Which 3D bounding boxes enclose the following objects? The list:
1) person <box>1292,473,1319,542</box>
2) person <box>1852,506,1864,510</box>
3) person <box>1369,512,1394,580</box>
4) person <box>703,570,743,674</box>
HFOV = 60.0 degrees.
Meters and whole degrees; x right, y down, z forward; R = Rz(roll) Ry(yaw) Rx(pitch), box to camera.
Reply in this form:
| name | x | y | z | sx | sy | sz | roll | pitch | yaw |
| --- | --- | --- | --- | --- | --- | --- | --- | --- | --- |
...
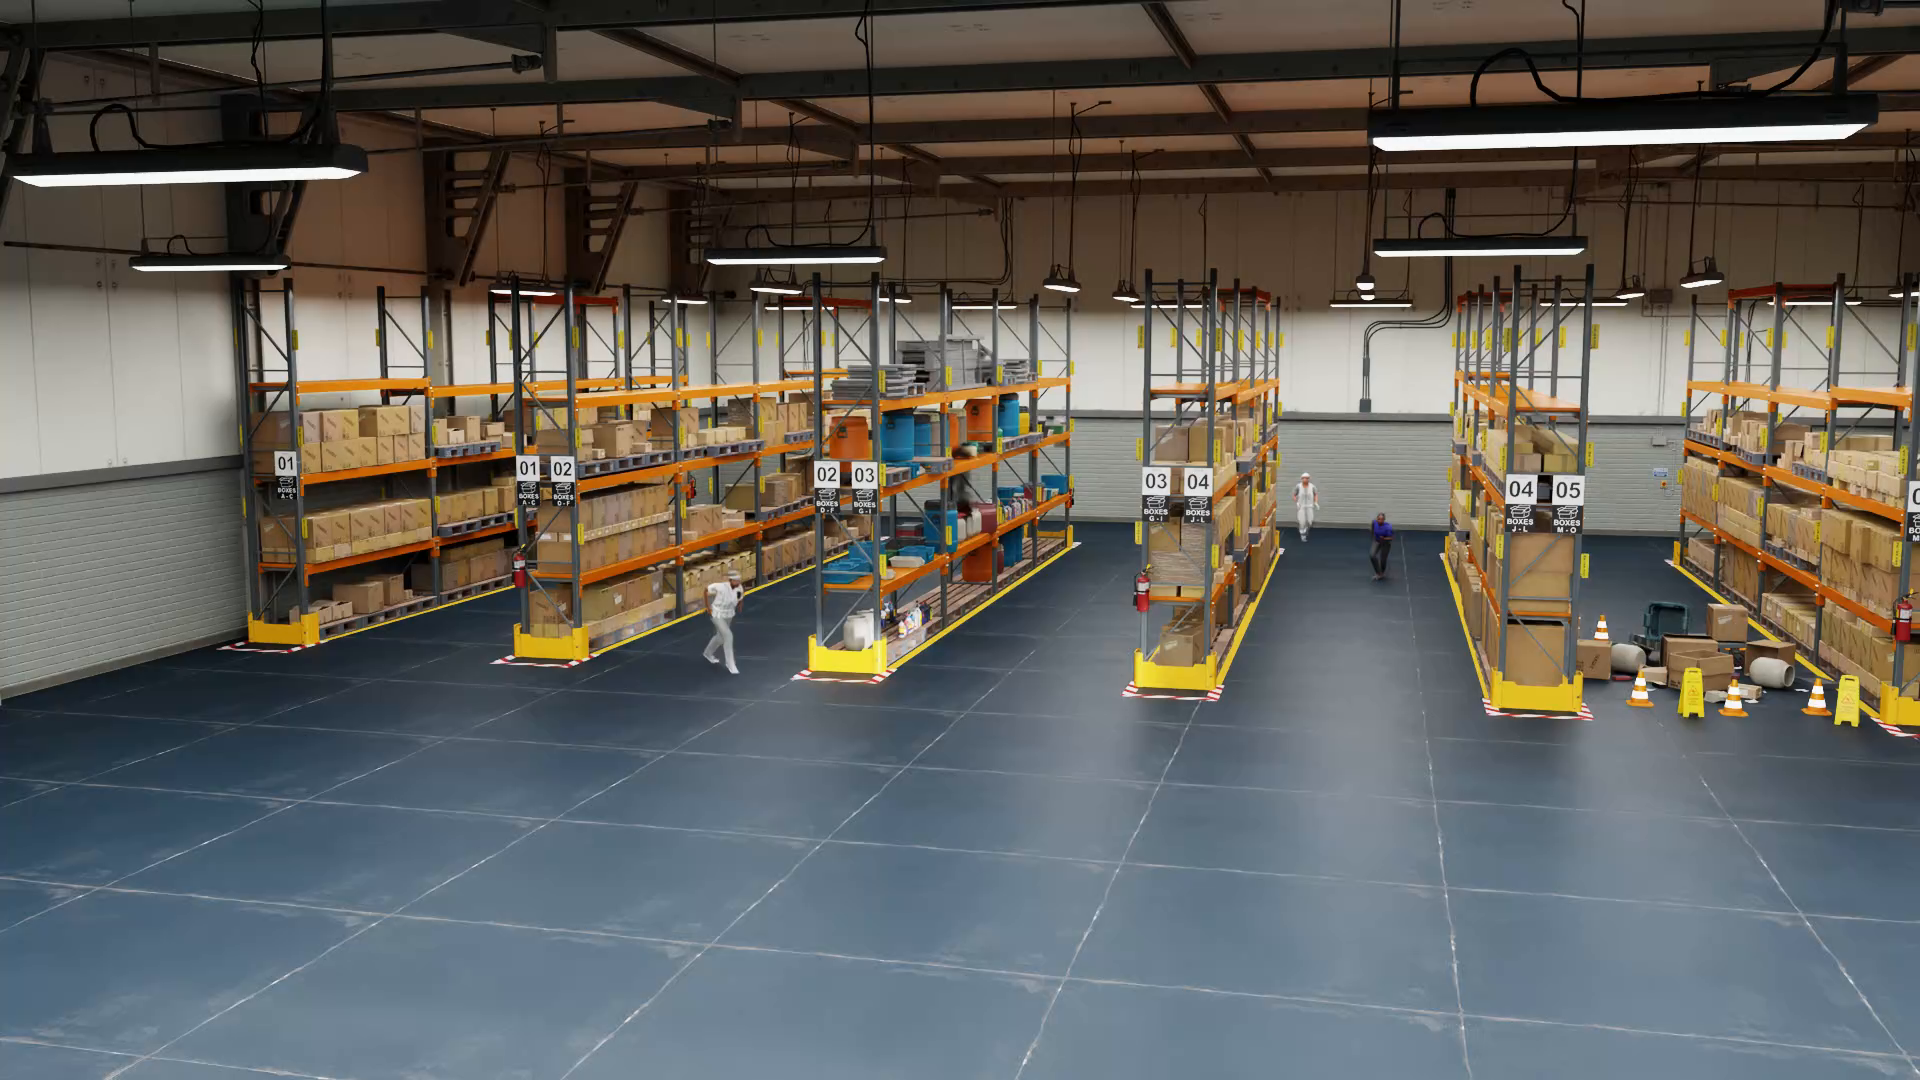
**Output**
| name | x | y | z | sx | sy | sz | roll | pitch | yaw |
| --- | --- | --- | --- | --- | --- | --- | --- | --- | --- |
| person | 8.607 | -0.818 | 41.440 | 0.652 | 1.731 | 0.630 | 0 | 7 | 3 |
| person | 17.960 | 0.159 | 33.200 | 0.703 | 1.749 | 1.002 | 0 | 7 | -2 |
| person | 8.817 | 0.102 | 34.729 | 0.584 | 1.441 | 1.071 | 4 | 8 | 27 |
| person | -3.642 | 1.230 | 25.272 | 0.618 | 1.622 | 0.979 | -6 | 9 | -42 |
